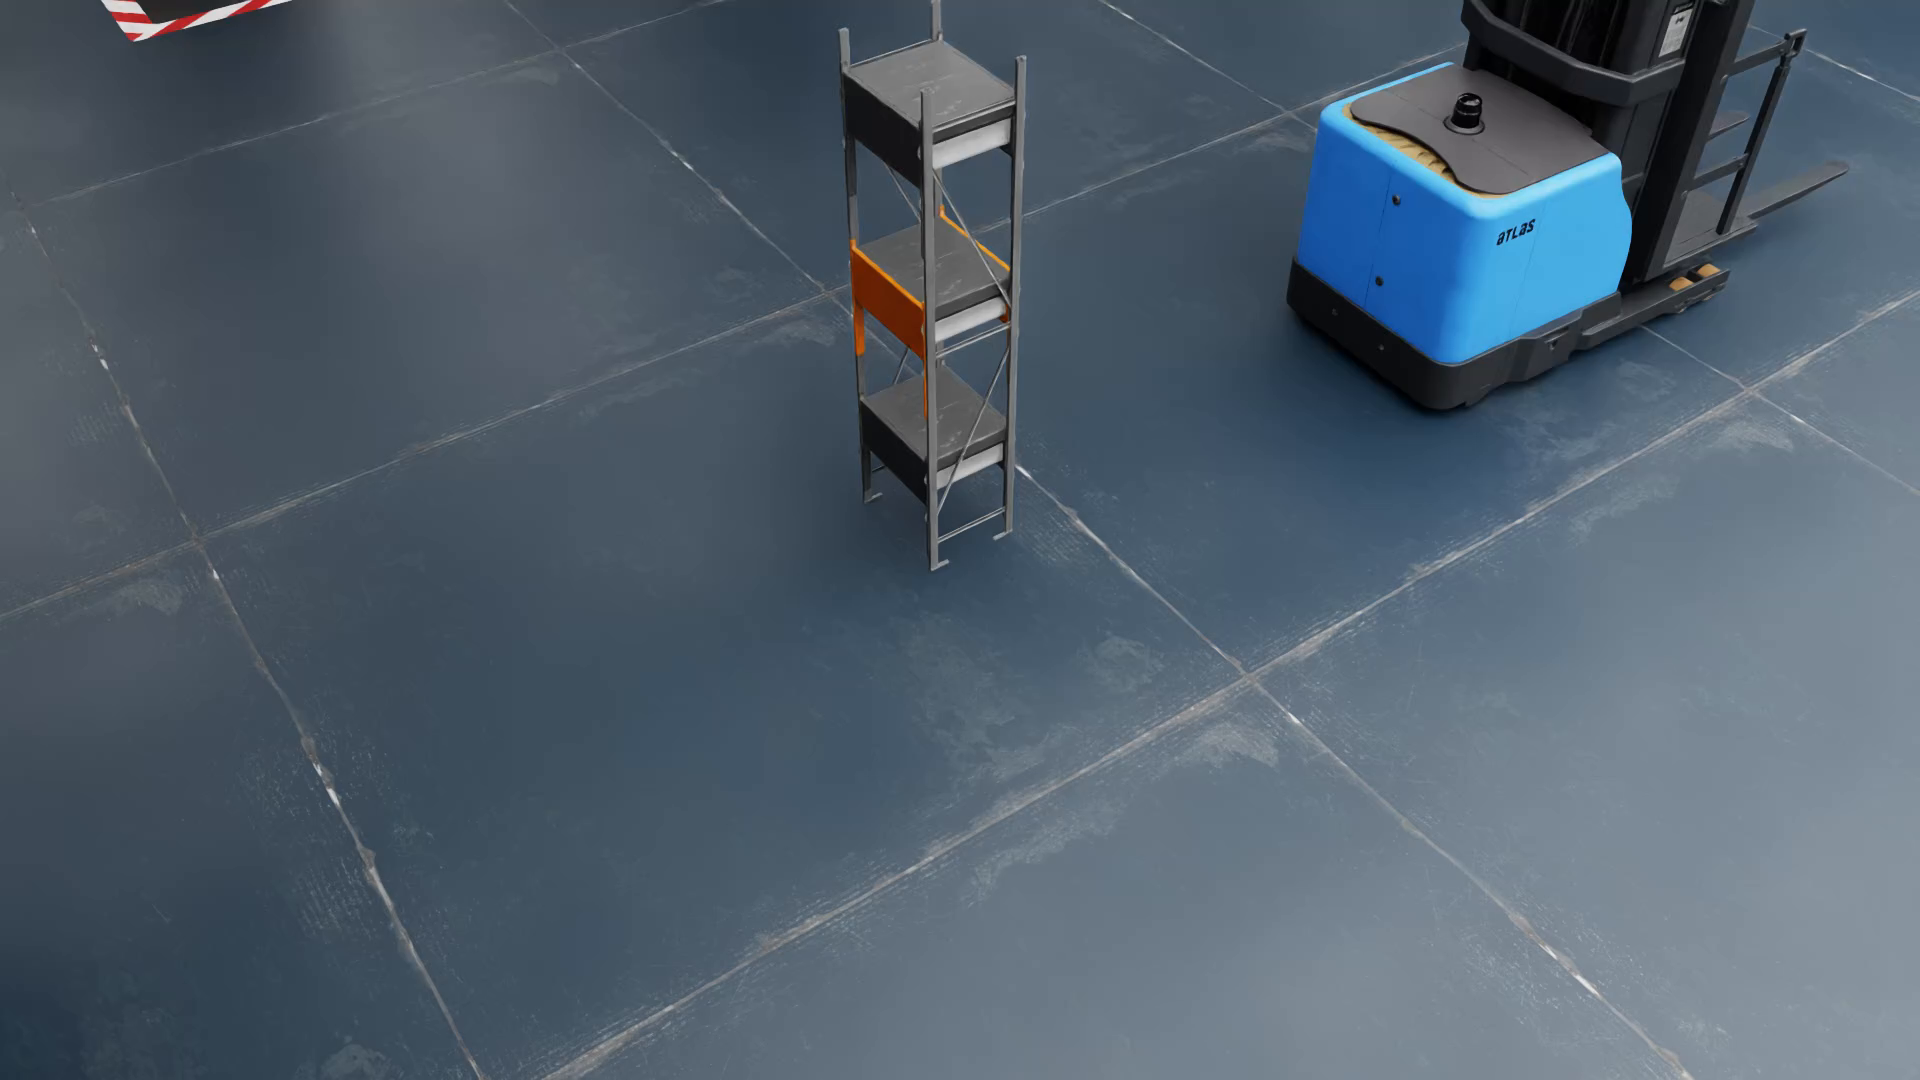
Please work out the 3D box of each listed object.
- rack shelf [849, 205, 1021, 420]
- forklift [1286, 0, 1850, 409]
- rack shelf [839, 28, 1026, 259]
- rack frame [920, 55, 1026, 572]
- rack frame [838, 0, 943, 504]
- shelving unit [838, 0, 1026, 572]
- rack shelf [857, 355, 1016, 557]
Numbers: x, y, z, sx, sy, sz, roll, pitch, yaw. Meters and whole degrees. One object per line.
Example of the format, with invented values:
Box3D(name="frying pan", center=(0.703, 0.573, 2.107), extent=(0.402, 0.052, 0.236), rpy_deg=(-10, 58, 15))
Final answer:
Box3D(name="rack shelf", center=(-0.095, -0.843, 6.133), extent=(0.431, 0.518, 0.480), rpy_deg=(-26, 49, -24))
Box3D(name="forklift", center=(3.052, -2.418, 7.160), extent=(3.031, 2.935, 1.130), rpy_deg=(-24, 49, -23))
Box3D(name="rack shelf", center=(-0.095, -1.350, 5.649), extent=(0.431, 0.518, 0.480), rpy_deg=(-26, 49, -24))
Box3D(name="rack frame", center=(0.045, -0.715, 5.978), extent=(0.400, 2.100, 0.015), rpy_deg=(-26, 49, -24))
Box3D(name="rack frame", center=(-0.234, -0.991, 6.268), extent=(0.400, 2.100, 0.015), rpy_deg=(-26, 49, -24))
Box3D(name="shelving unit", center=(-0.095, -0.853, 6.123), extent=(0.431, 2.100, 0.503), rpy_deg=(-26, 49, -24))
Box3D(name="rack shelf", center=(-0.095, -0.337, 6.616), extent=(0.431, 0.518, 0.480), rpy_deg=(-26, 49, -24))
